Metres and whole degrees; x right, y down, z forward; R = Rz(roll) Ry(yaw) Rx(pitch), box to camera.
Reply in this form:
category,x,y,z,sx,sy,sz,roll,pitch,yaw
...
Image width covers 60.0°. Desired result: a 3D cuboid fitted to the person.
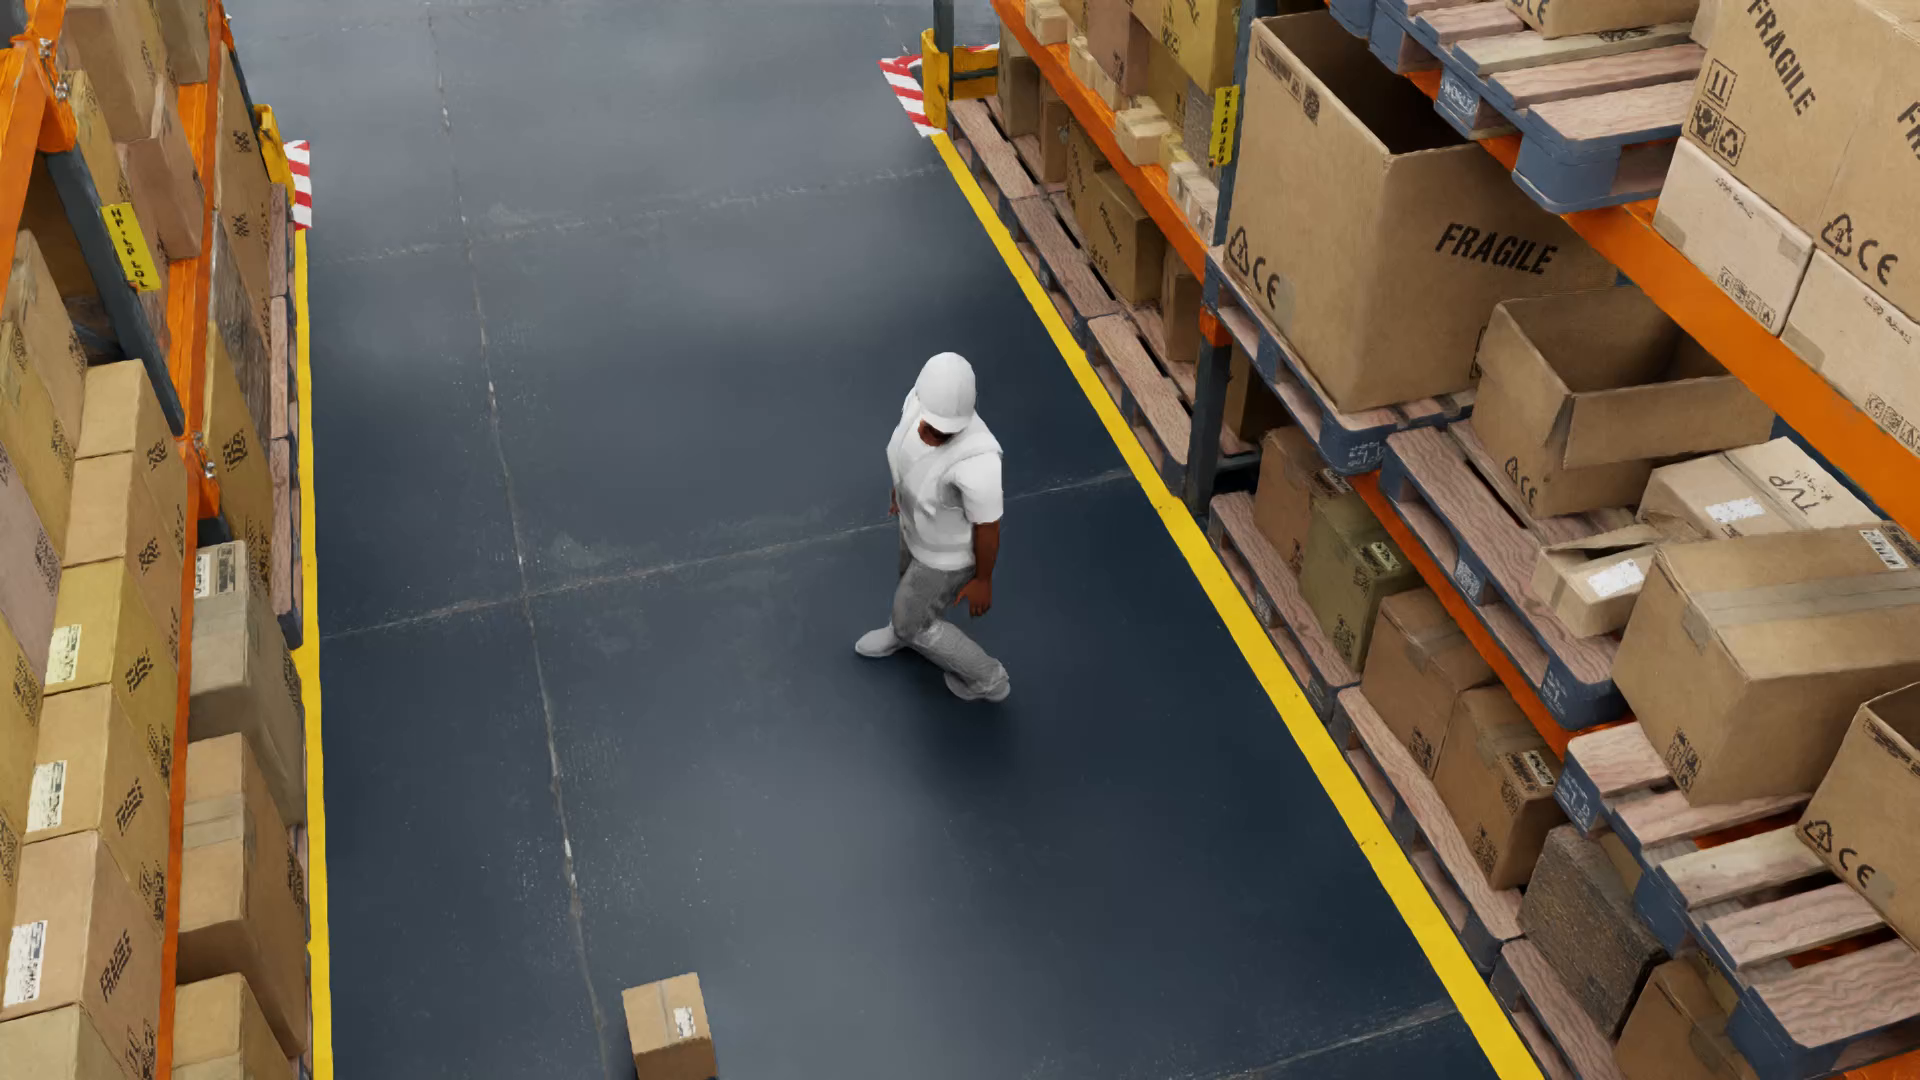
category,x,y,z,sx,sy,sz,roll,pitch,yaw
person,-0.111,-0.050,6.211,0.523,1.733,0.680,-11,43,-12
